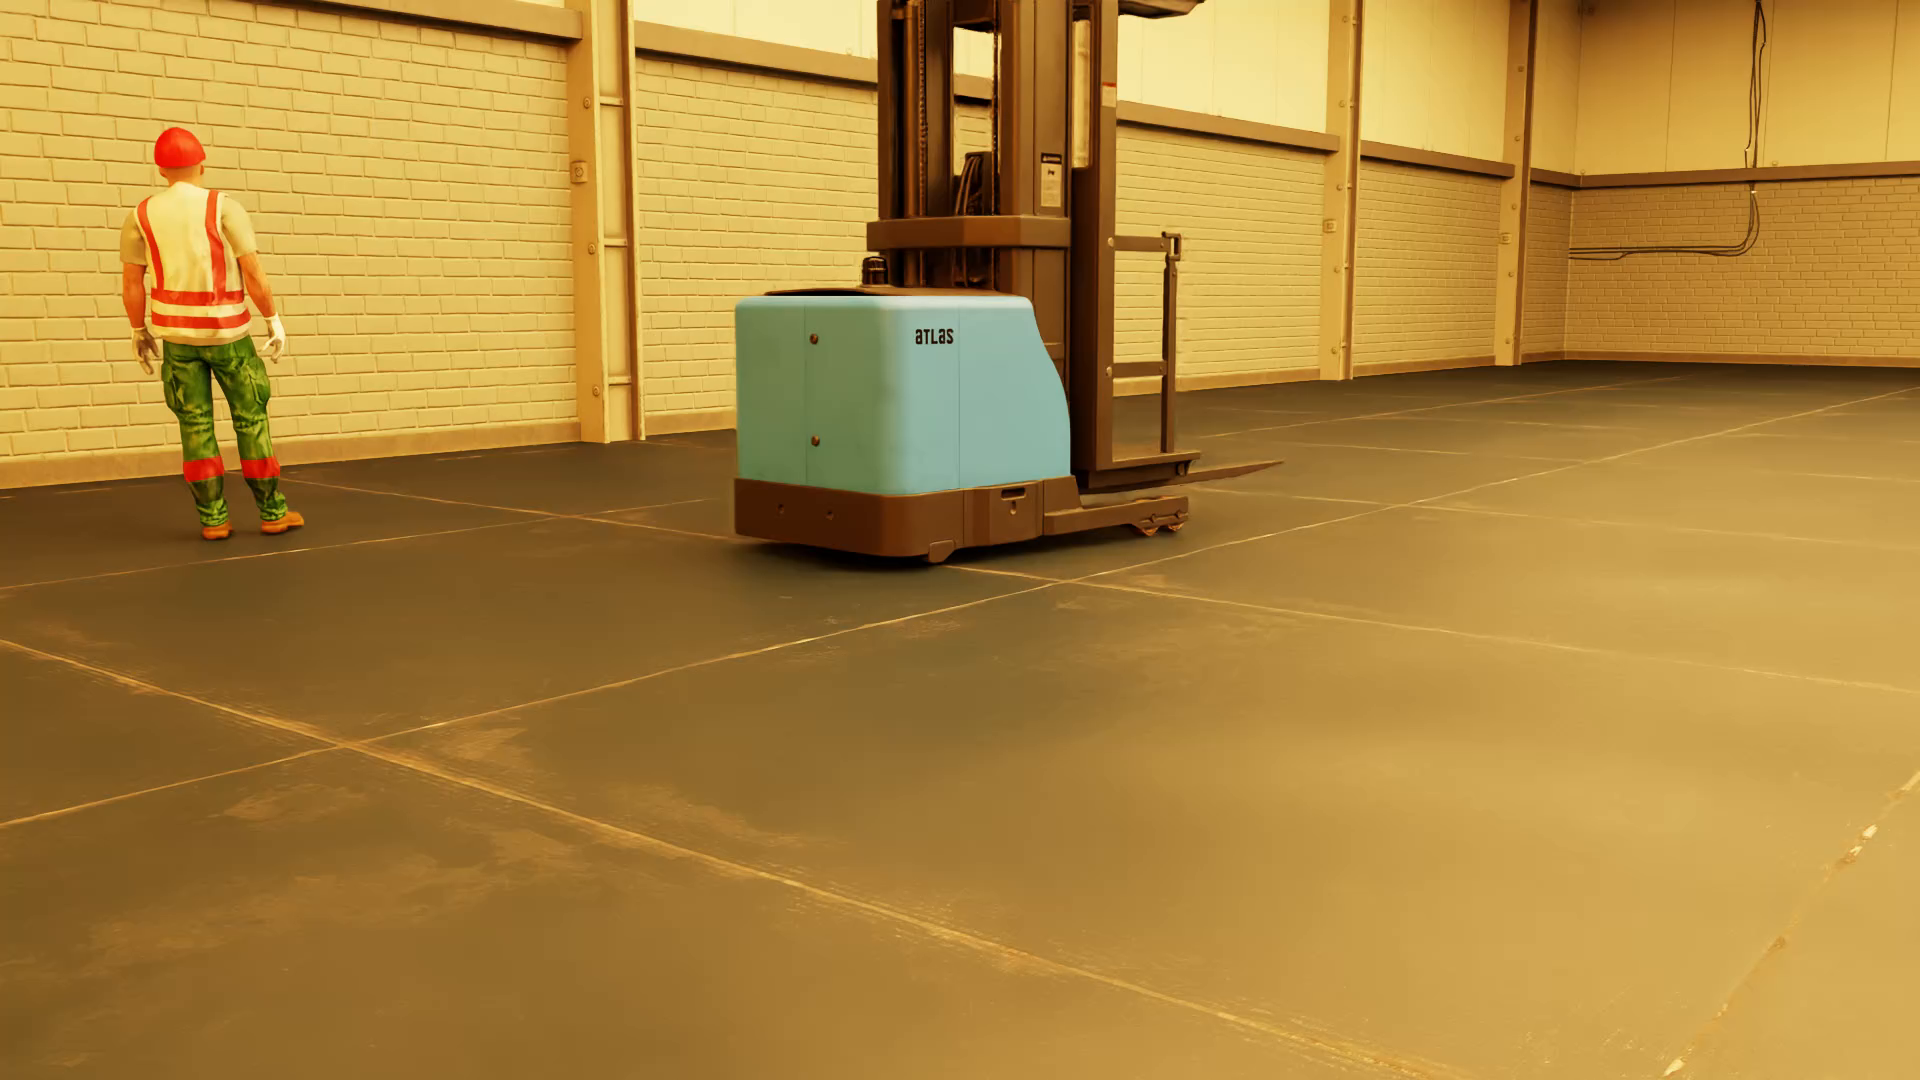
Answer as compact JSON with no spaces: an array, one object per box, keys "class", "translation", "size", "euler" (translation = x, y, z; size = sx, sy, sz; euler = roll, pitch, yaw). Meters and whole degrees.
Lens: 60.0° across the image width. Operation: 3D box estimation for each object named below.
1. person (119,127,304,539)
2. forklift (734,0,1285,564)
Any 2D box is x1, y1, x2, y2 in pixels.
[{"class":"person","translation":[-3.333,-0.910,7.404],"size":[0.643,1.789,0.565],"euler":[-1,8,-9]},{"class":"forklift","translation":[0.415,-1.517,7.649],"size":[1.130,2.935,3.031],"euler":[8,11,43]}]
